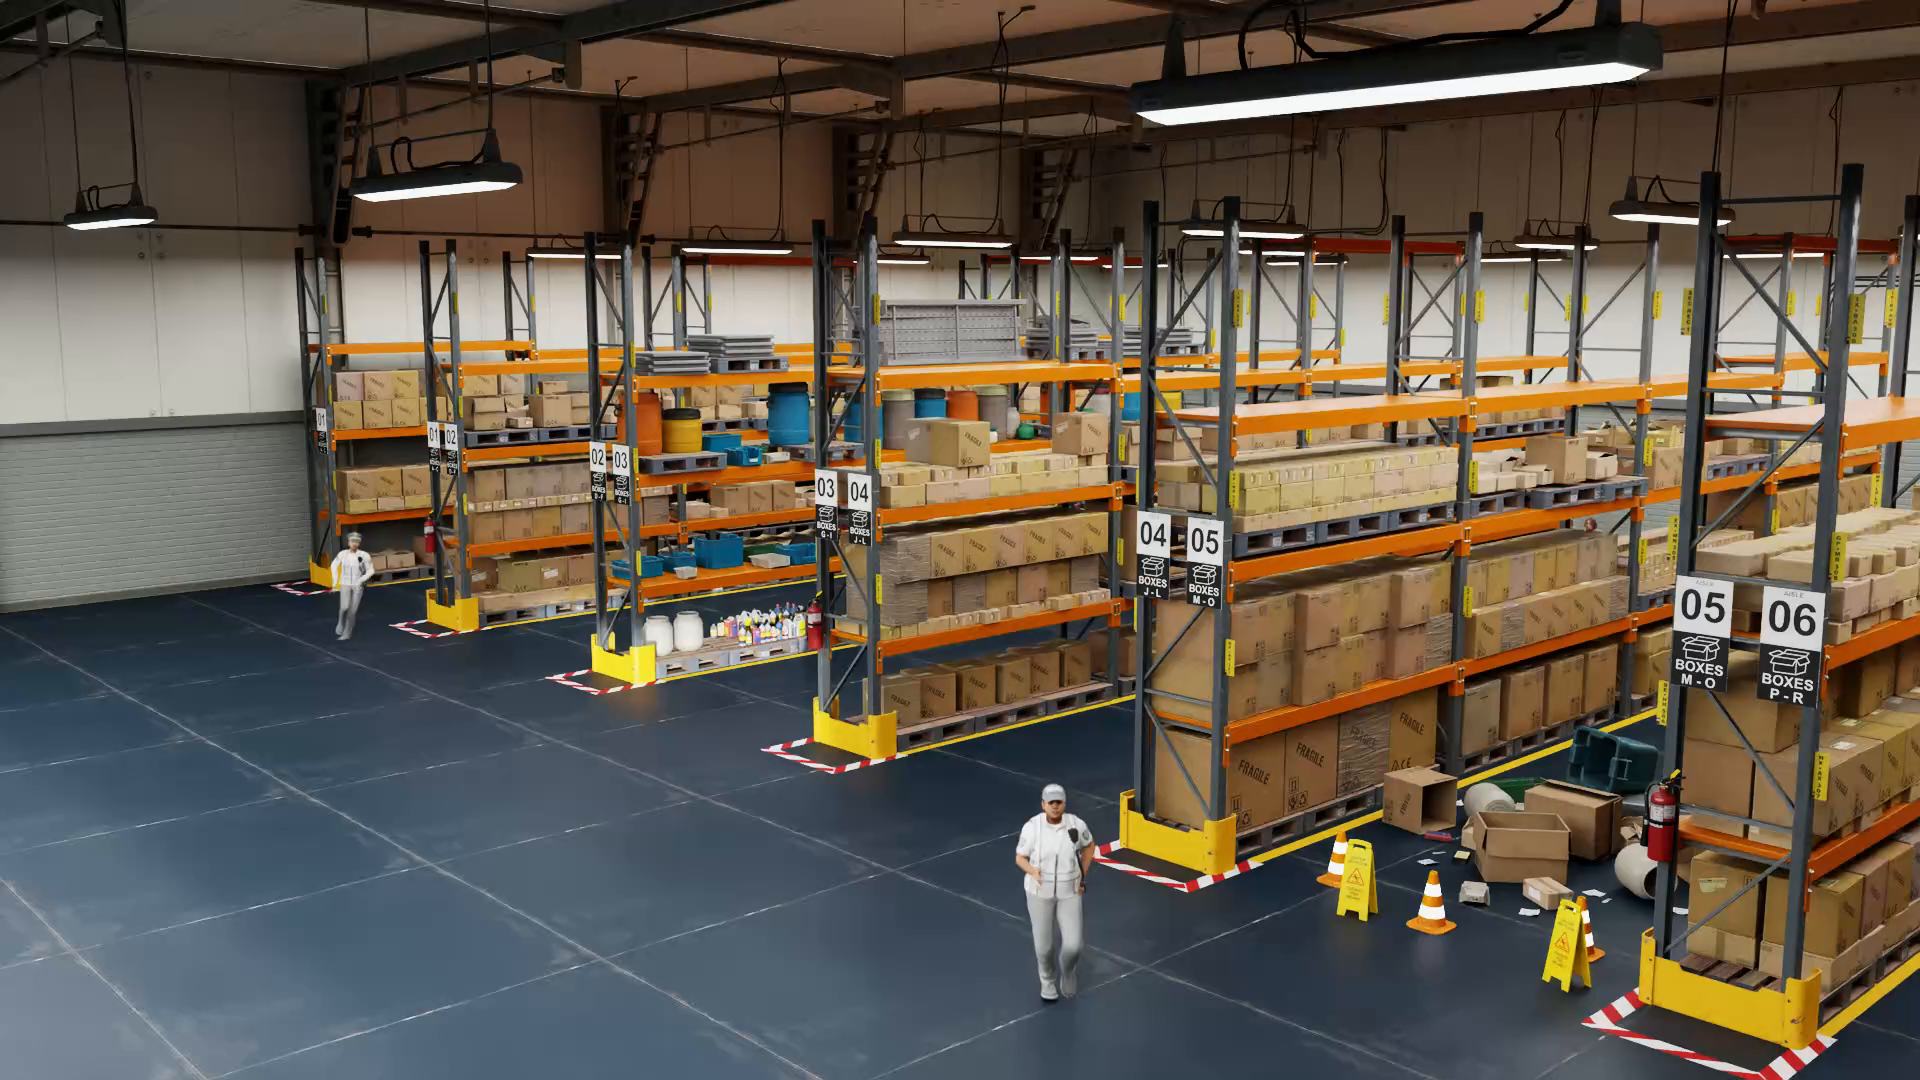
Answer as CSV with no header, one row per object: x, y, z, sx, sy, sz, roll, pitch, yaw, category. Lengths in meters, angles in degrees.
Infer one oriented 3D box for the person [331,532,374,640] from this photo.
-9.126,0.699,25.006,0.618,1.642,0.545,-2,9,-16,person

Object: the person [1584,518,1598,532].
10.402,0.401,27.383,0.532,1.553,0.563,-7,11,-41,person

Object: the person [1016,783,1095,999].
0.703,2.593,12.123,0.592,1.632,0.565,0,8,0,person
